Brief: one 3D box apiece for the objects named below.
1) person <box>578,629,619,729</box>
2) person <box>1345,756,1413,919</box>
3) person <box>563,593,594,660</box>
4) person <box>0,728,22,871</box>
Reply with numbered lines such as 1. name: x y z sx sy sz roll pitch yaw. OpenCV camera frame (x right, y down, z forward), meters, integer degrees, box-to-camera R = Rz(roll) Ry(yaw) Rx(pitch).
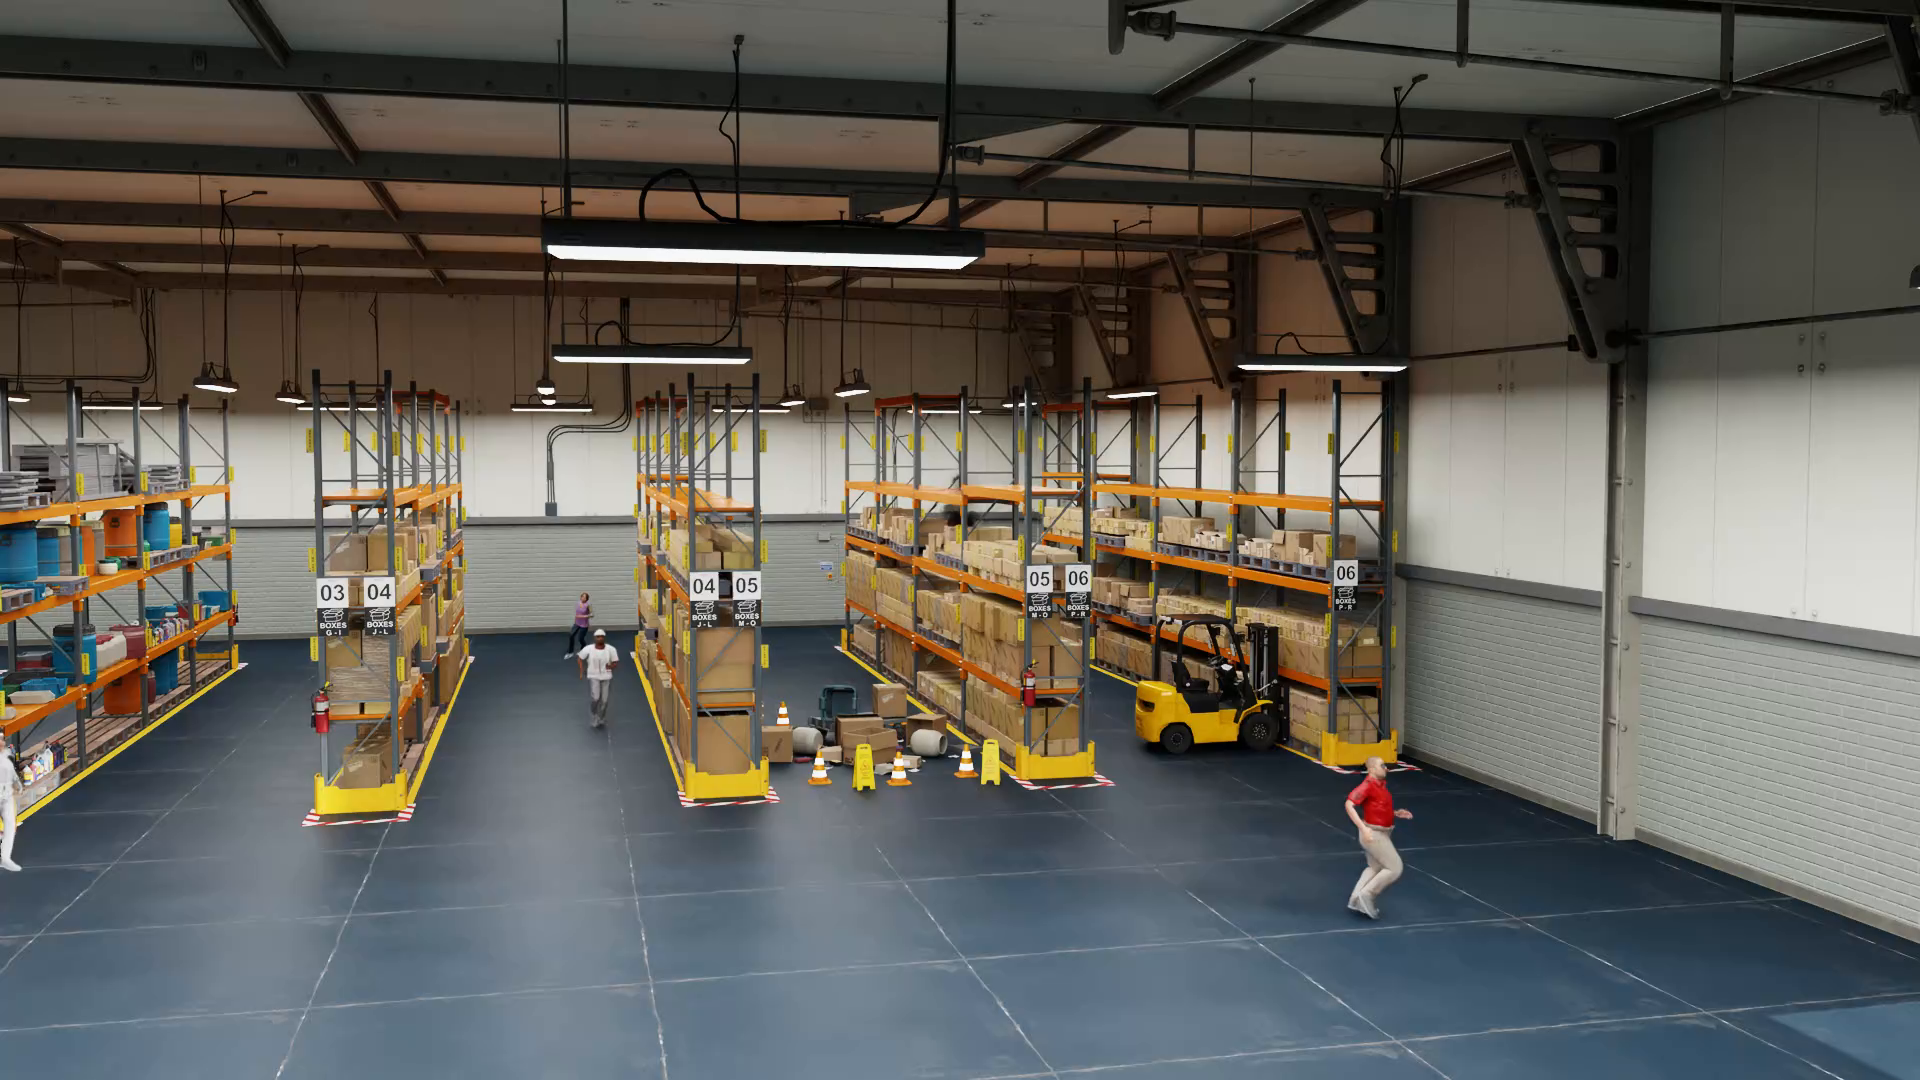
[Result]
1. person: -6.321 2.435 29.166 0.675 1.739 0.672 -1 4 -21
2. person: 4.426 3.134 17.535 0.666 1.706 0.642 2 4 25
3. person: -8.818 2.000 38.855 0.666 1.568 0.701 1 4 20
4. person: -11.406 3.045 19.626 0.780 1.696 0.624 1 3 19
